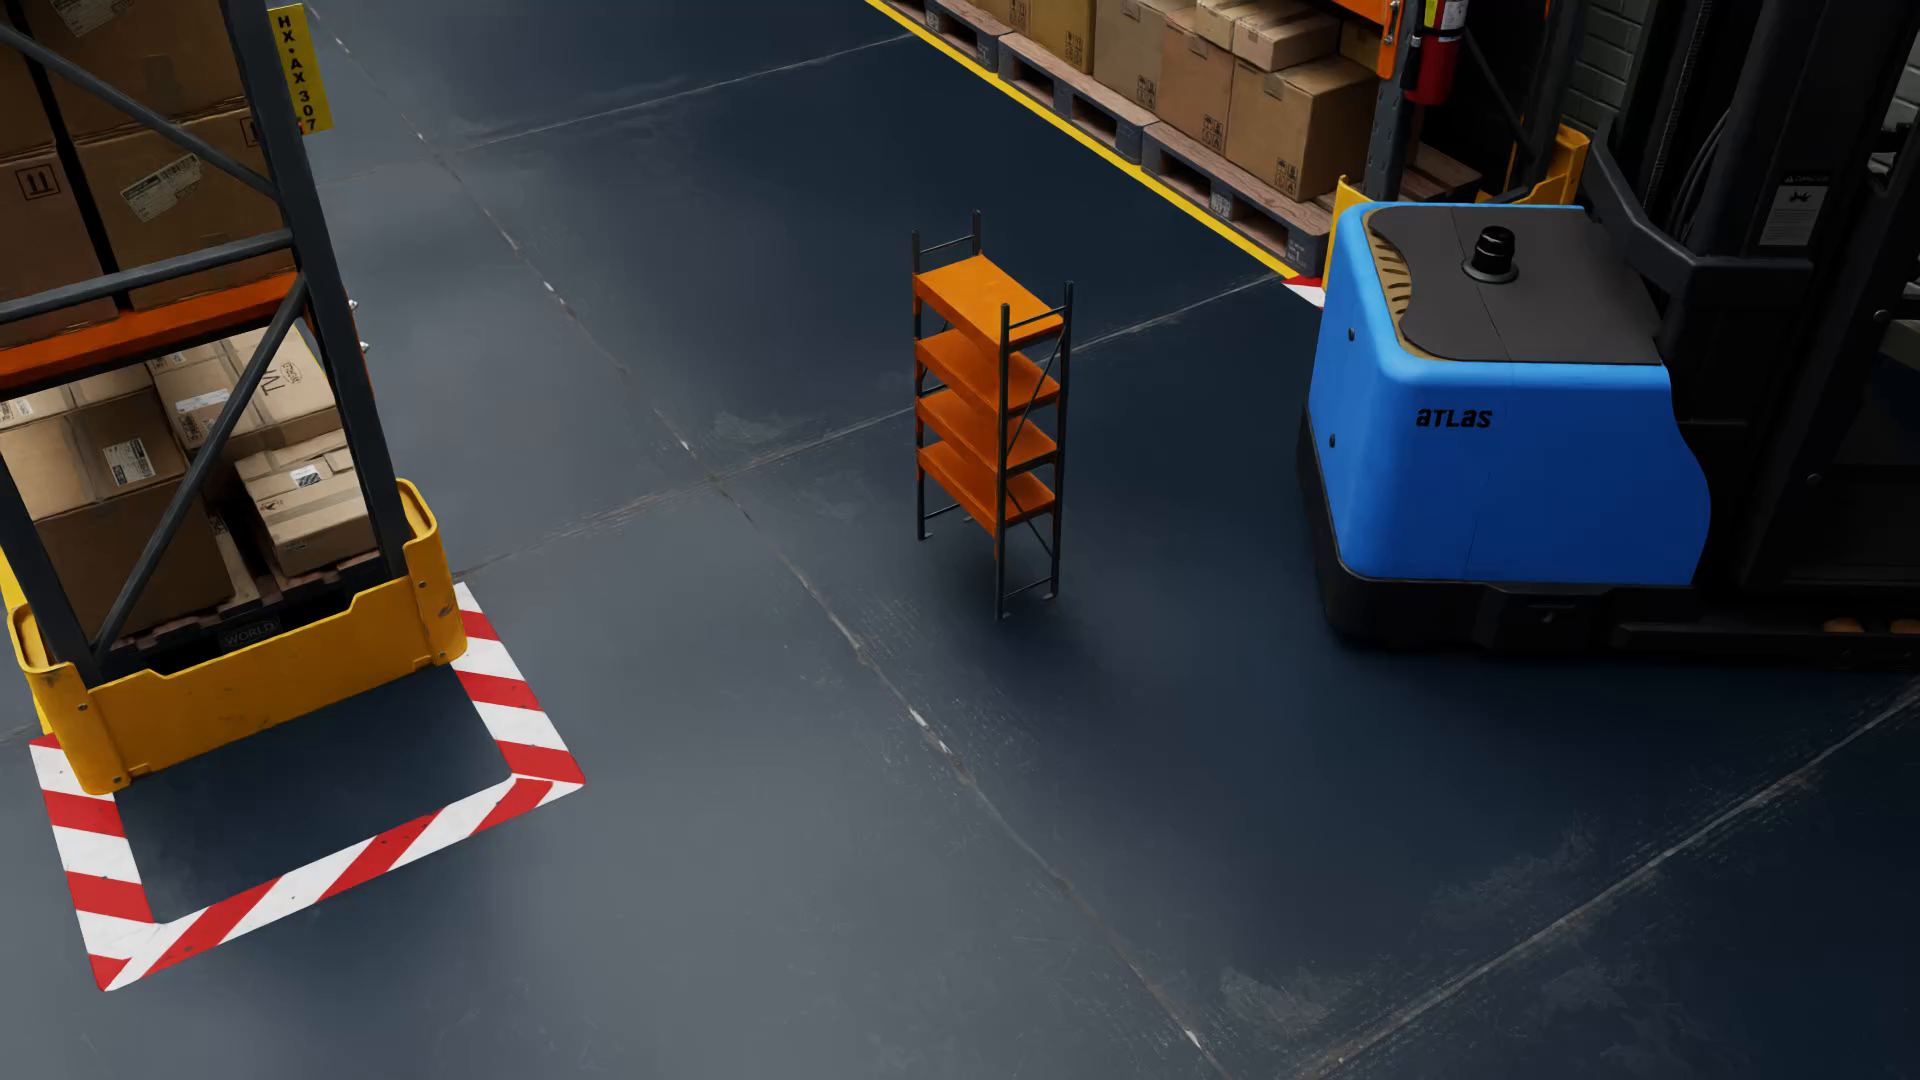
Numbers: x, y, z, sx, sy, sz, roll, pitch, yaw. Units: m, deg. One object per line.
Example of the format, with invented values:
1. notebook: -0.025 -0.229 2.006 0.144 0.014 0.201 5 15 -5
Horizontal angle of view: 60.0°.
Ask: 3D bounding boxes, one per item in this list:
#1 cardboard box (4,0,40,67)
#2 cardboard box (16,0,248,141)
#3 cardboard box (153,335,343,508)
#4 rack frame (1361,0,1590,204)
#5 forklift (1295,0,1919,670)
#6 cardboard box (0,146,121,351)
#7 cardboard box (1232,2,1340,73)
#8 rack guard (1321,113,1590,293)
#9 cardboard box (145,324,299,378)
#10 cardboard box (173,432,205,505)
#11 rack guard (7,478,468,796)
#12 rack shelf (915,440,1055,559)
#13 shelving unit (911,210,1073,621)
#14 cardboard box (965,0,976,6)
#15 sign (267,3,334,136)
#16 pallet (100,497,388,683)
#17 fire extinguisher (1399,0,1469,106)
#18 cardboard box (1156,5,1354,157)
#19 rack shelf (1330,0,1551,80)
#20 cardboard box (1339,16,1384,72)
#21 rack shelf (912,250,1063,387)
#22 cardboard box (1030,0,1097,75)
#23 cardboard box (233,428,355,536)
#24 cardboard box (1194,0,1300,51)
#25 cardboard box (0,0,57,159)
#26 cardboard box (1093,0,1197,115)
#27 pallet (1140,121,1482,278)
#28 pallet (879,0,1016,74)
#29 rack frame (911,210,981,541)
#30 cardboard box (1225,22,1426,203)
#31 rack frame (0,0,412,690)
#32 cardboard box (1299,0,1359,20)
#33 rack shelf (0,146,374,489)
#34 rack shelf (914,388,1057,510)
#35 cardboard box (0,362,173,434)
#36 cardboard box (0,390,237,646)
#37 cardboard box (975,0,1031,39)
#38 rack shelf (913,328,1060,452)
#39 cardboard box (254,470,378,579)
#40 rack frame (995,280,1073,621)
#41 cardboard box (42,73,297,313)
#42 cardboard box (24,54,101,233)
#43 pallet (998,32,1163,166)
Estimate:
1. cardboard box: -2.403 -1.675 4.558 0.500 0.500 0.500 -22 44 -24
2. cardboard box: -2.115 -1.396 4.223 0.500 0.500 0.500 -21 44 -23
3. cardboard box: -2.421 -0.417 5.711 0.500 0.250 0.500 -22 45 -24
4. rack frame: 2.076 -2.350 6.227 1.000 3.000 0.127 -22 45 -24
5. forklift: 2.708 -1.063 4.736 3.031 2.935 1.130 1 40 2
6. cardboard box: -2.569 -0.830 4.324 0.500 0.500 0.500 -21 44 -23
7. cardboard box: 1.392 -2.150 7.105 0.380 0.149 0.250 -23 45 -25
8. rack guard: 2.088 -1.377 7.012 1.175 0.500 0.348 -22 45 -24
9. cardboard box: -2.690 -0.687 6.035 0.500 0.250 0.500 -22 45 -24
10. cardboard box: -2.741 -0.182 5.495 0.380 0.166 0.250 -22 45 -24
11. rack guard: -2.140 0.276 5.028 1.175 0.500 0.348 -22 45 -24
12. rack shelf: 0.089 -0.167 5.429 0.258 0.148 0.480 -22 45 -24
13. shelving unit: 0.089 -0.372 5.259 0.258 1.200 0.503 -22 45 -24
14. cardboard box: 0.240 -3.271 8.957 0.700 0.500 0.500 -22 44 -24
15. sign: -1.642 -1.163 4.126 0.100 0.325 0.005 -22 45 -24
16. pallet: -2.569 -0.043 5.637 1.003 0.211 1.213 -22 45 -24
17. fire extinguisher: 1.768 -1.937 6.083 0.296 0.674 0.183 -22 45 -24
18. cardboard box: 1.346 -2.165 7.629 0.700 0.500 0.500 -22 45 -25
19. rack shelf: 1.000 -3.153 7.753 1.077 0.370 4.000 -22 45 -24
20. cardboard box: 1.851 -2.145 7.099 0.380 0.149 0.250 -22 45 -24
21. rack shelf: 0.089 -0.673 5.007 0.258 0.148 0.480 -22 45 -24
22. cardboard box: 0.782 -2.721 8.297 0.700 0.500 0.500 -21 44 -23
23. cardboard box: -2.169 -0.203 5.520 0.380 0.166 0.250 -22 45 -24
24. cardboard box: 1.254 -2.288 7.271 0.380 0.149 0.250 -21 44 -23
25. cardboard box: -2.570 -1.211 4.001 0.500 0.500 0.500 -23 45 -25
26. cardboard box: 1.075 -2.436 7.955 0.700 0.500 0.500 -24 45 -26
27. pallet: 1.580 -1.684 7.606 1.003 0.211 1.213 -22 45 -24
28. pallet: 0.268 -3.001 9.186 1.003 0.211 1.213 -22 45 -24
29. rack frame: -0.042 -0.503 5.417 0.240 1.200 0.015 -22 45 -24
30. cardboard box: 1.615 -1.895 7.305 0.700 0.500 0.500 -22 45 -24
31. rack frame: -2.099 -0.643 4.179 1.000 3.000 0.127 -22 45 -24
32. cardboard box: 1.578 -2.418 7.427 0.380 0.149 0.250 -22 45 -24
33. rack shelf: -3.174 -1.446 5.704 1.077 0.370 4.000 -22 45 -24
34. rack shelf: 0.089 -0.320 5.302 0.258 0.148 0.480 -22 45 -24
35. cardboard box: -3.085 -0.488 5.796 0.500 0.250 0.500 -22 45 -24
36. cardboard box: -2.599 -0.060 5.088 0.500 0.500 0.500 -22 45 -24
37. cardboard box: 0.508 -2.999 8.630 0.700 0.500 0.500 -23 45 -25
38. rack shelf: 0.089 -0.492 5.159 0.258 0.148 0.480 -22 45 -24
39. cardboard box: -2.034 -0.061 5.364 0.380 0.149 0.250 -22 45 -24
40. rack frame: 0.220 -0.240 5.101 0.240 1.200 0.015 -22 45 -24
41. cardboard box: -2.115 -1.012 4.543 0.500 0.500 0.500 -21 44 -24
42. cardboard box: -2.397 -1.288 4.875 0.500 0.500 0.500 -23 45 -25
43. pallet: 0.928 -2.341 8.395 1.003 0.211 1.213 -22 45 -24
